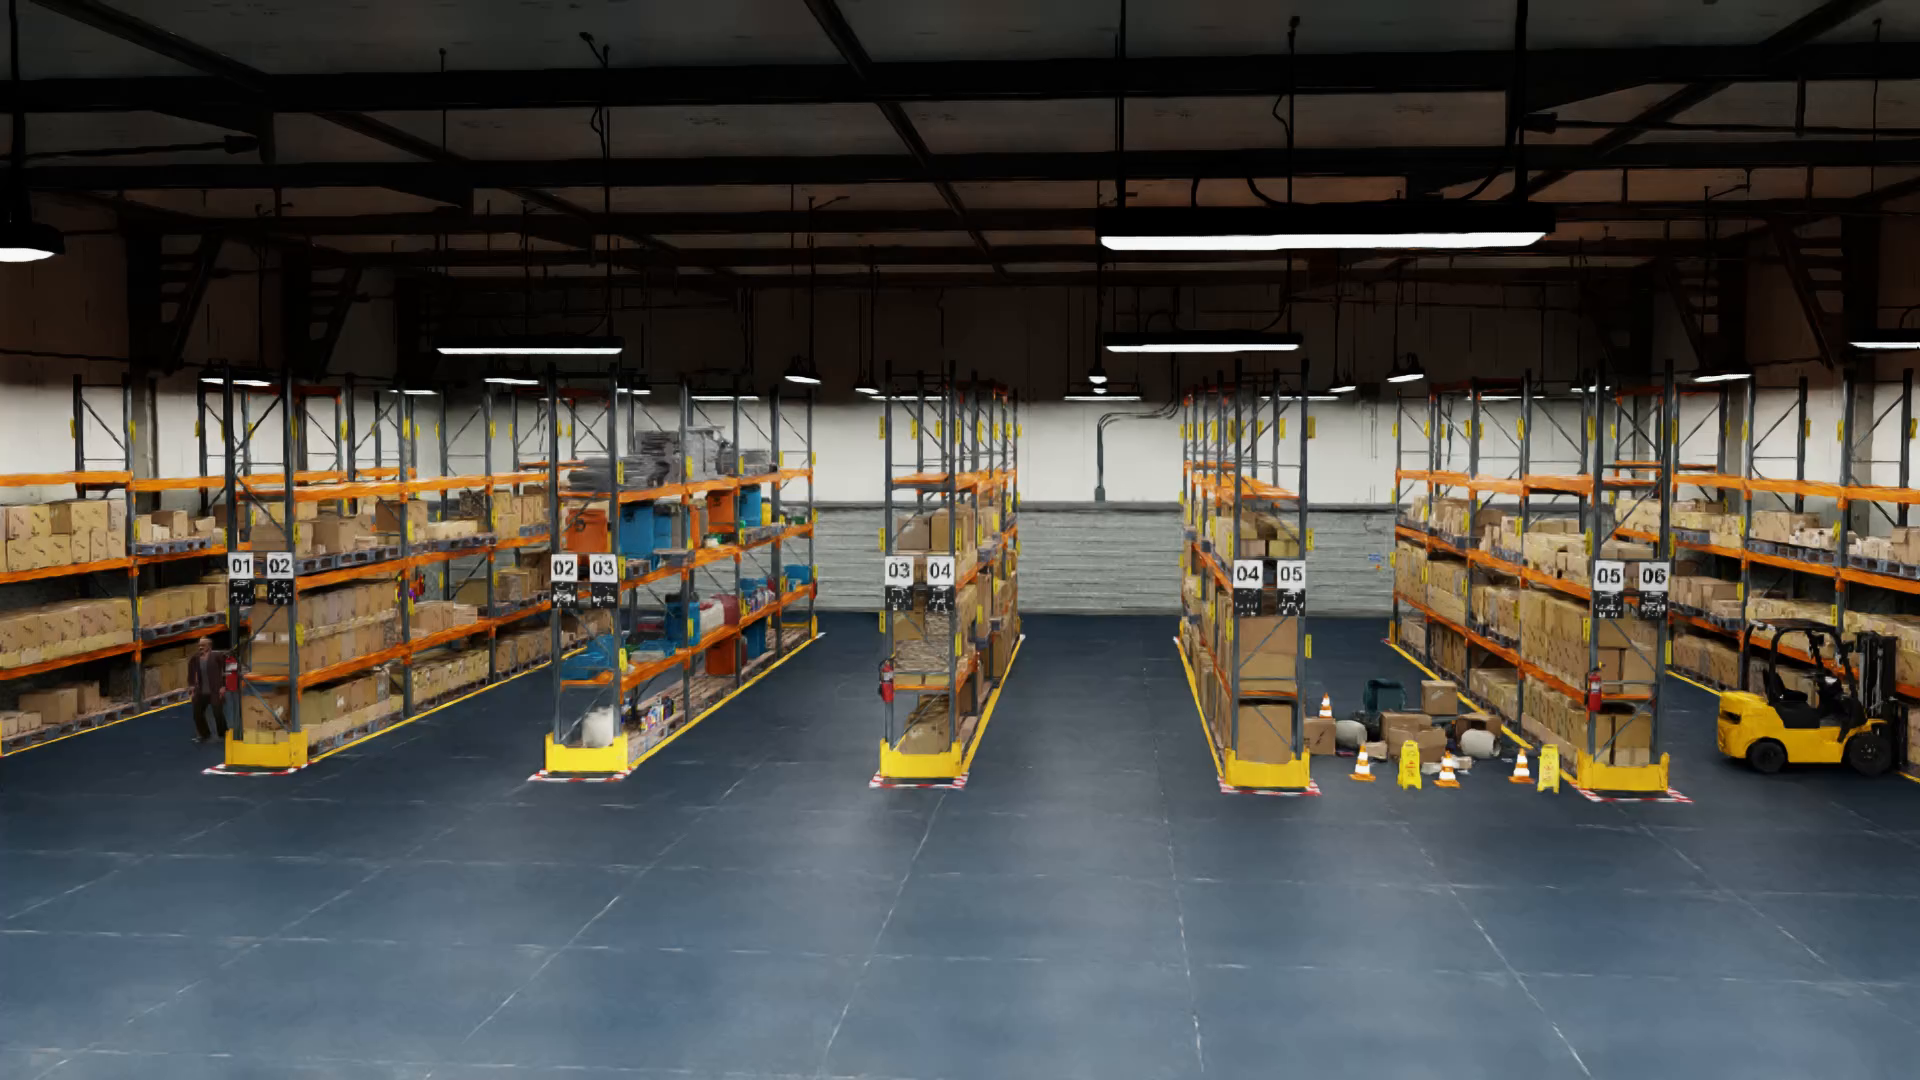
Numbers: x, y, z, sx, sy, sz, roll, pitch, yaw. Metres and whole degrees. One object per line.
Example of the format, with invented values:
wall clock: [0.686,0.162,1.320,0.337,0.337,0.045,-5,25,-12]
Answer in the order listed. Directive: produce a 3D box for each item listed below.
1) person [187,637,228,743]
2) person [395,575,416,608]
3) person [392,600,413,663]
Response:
person: [-12.001,2.392,26.611,0.729,1.733,0.546,0,4,3]
person: [-12.677,1.655,37.901,0.591,1.716,1.042,0,4,4]
person: [-11.189,1.999,33.400,0.639,1.632,0.512,0,4,3]
